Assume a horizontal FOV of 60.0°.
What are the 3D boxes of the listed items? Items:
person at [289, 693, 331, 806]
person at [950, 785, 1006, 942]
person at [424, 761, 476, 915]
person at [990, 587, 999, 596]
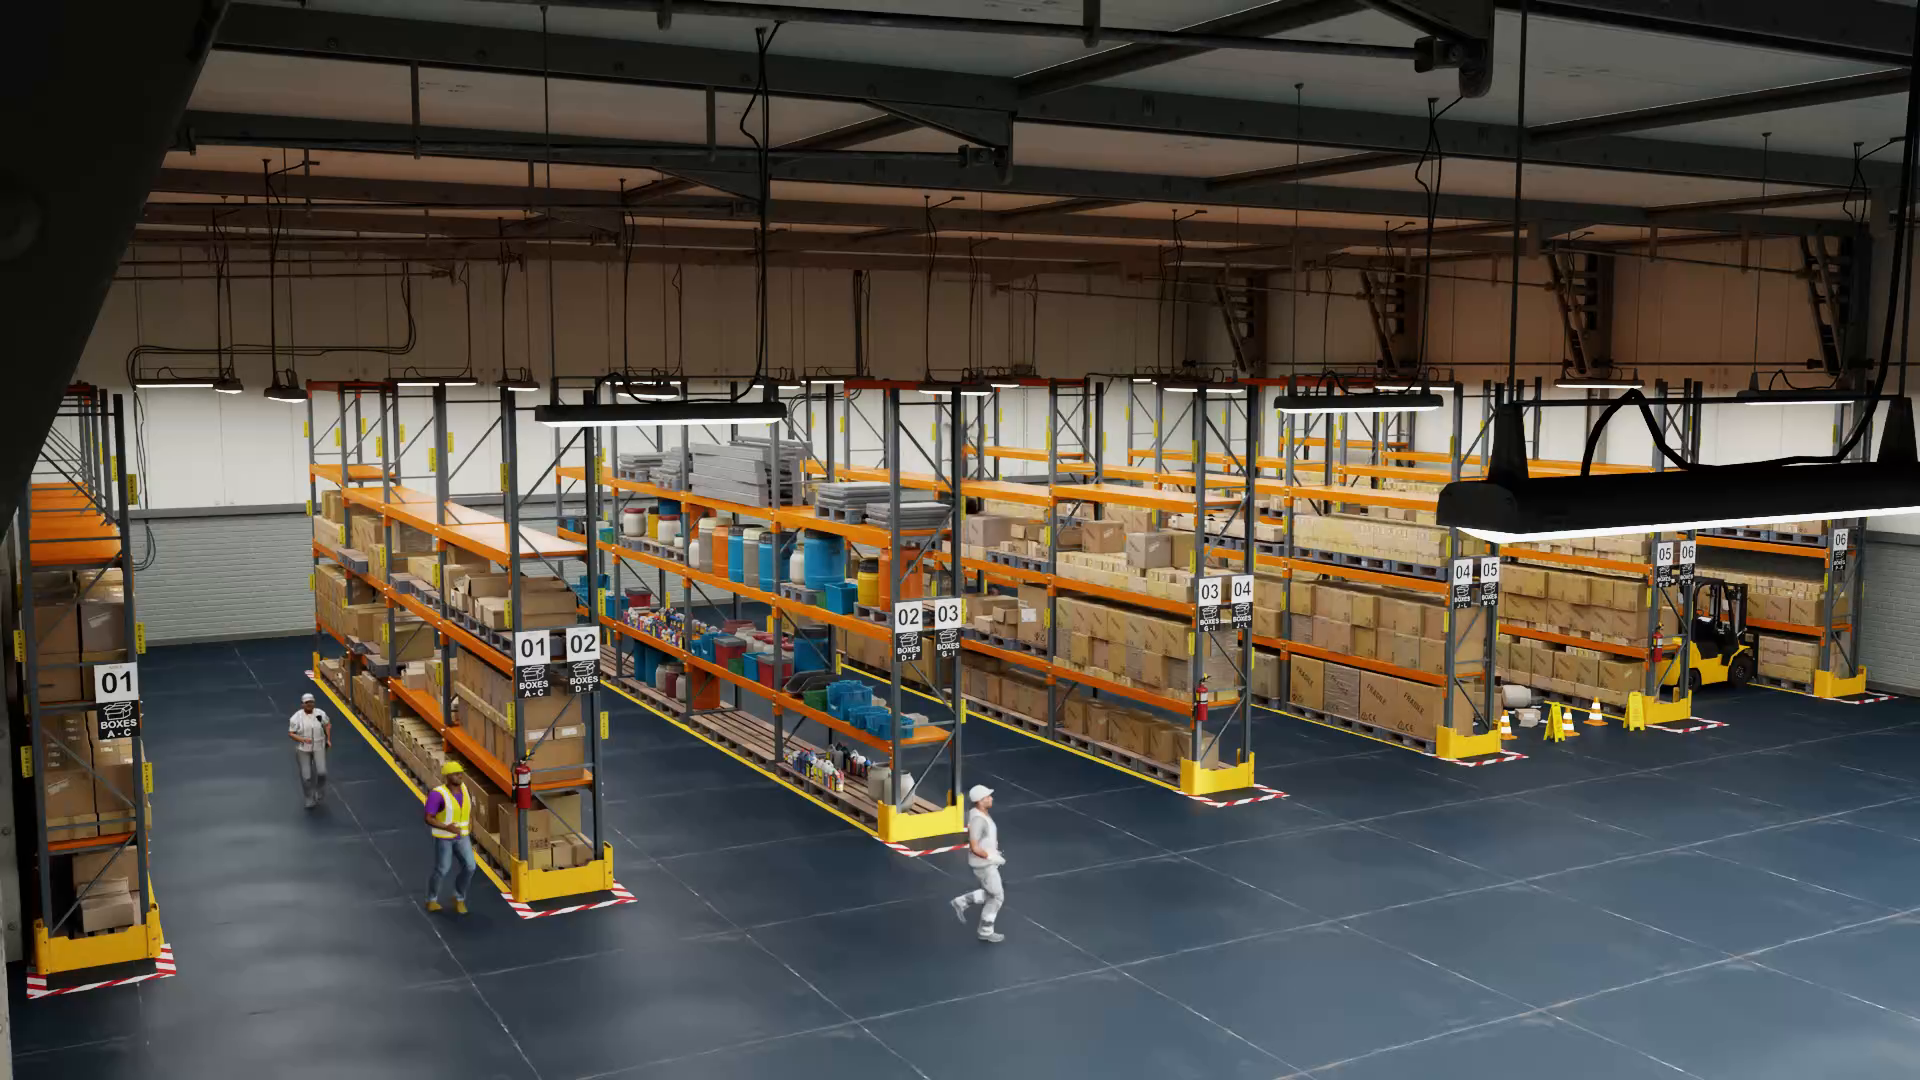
[{"bbox_3d":[-9.245,2.998,23.724,0.592,1.629,0.577,-3,7,-28],"label":"person"},{"bbox_3d":[0.192,3.539,18.206,0.608,1.745,0.656,0,6,0],"label":"person"},{"bbox_3d":[-5.838,3.447,19.167,0.651,1.827,0.749,4,8,36],"label":"person"},{"bbox_3d":[0.569,1.752,35.175,0.577,1.564,0.979,-4,7,-32],"label":"person"}]
